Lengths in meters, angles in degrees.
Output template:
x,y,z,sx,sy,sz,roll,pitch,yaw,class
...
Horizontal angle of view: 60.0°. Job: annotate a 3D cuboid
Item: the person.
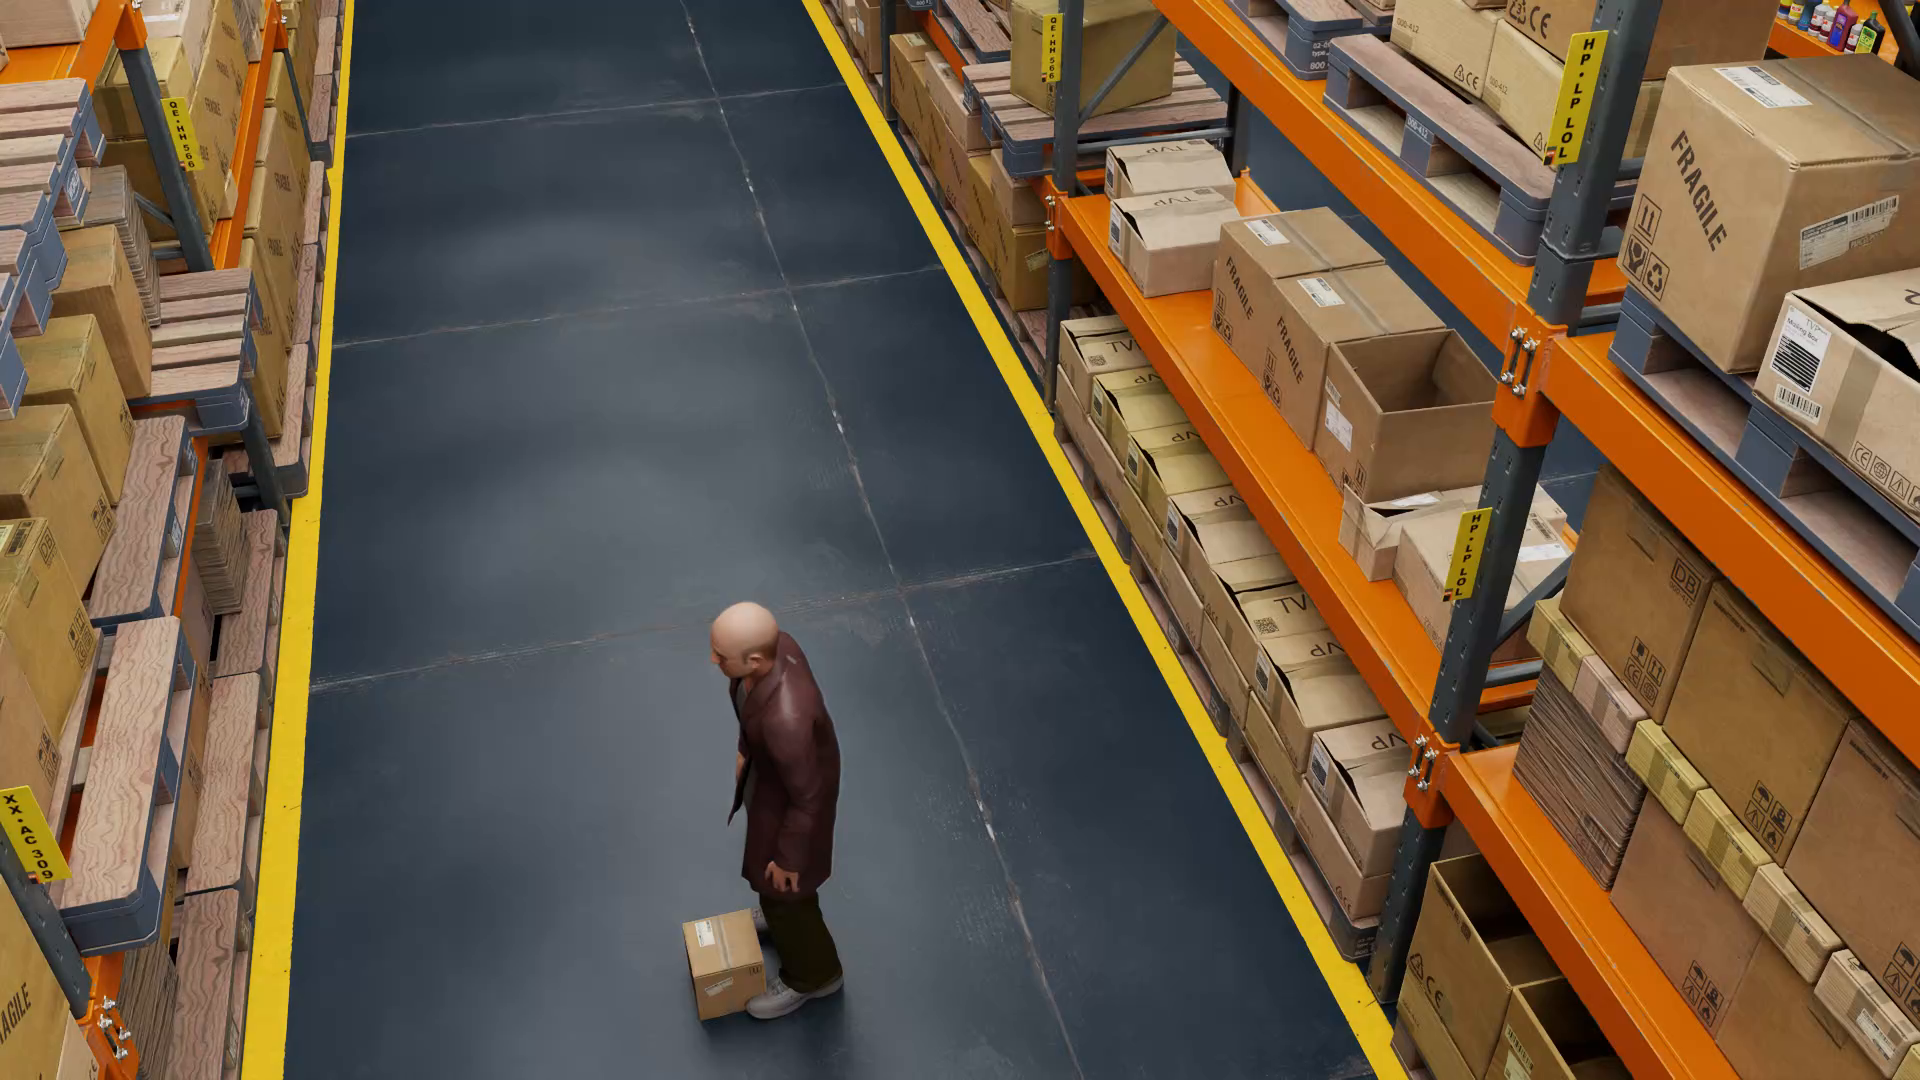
x,y,z,sx,sy,sz,roll,pitch,yaw,class
-0.608,0.886,5.581,0.415,1.774,0.655,-10,39,-13,person
